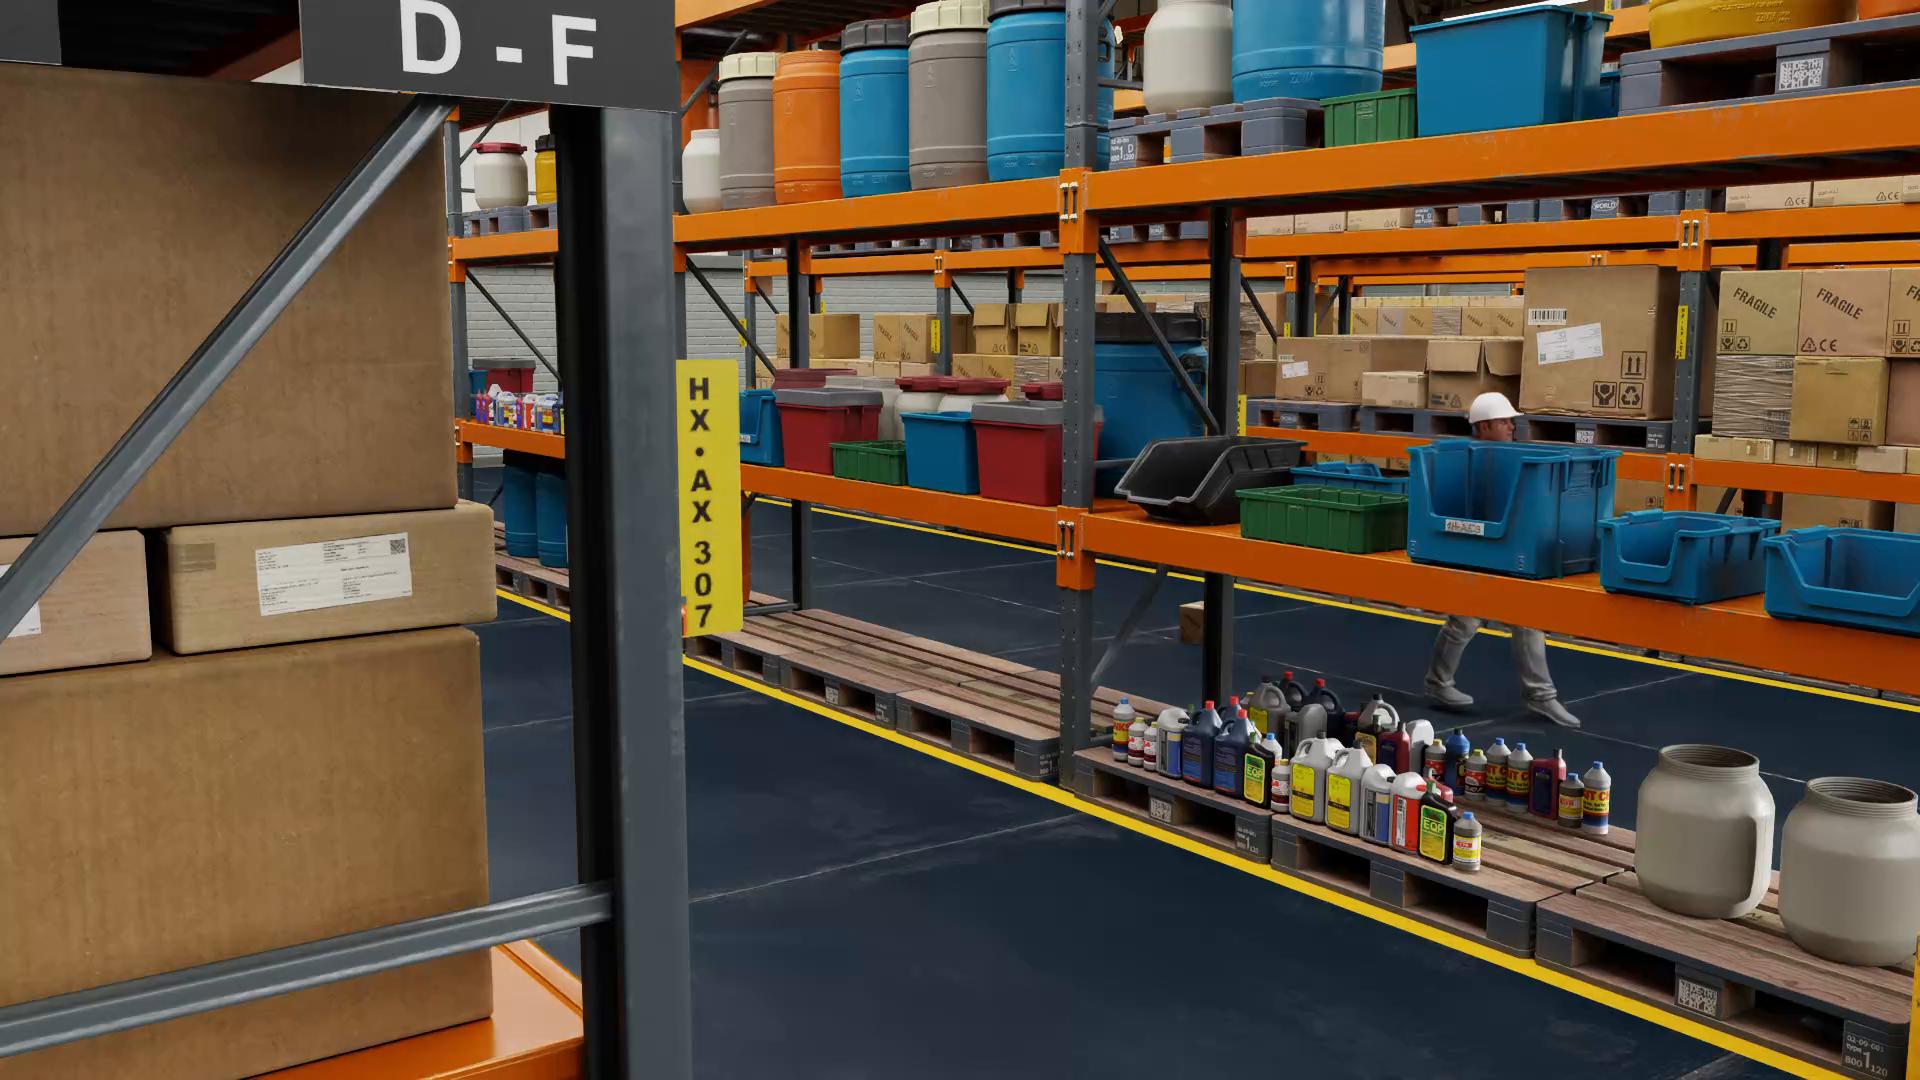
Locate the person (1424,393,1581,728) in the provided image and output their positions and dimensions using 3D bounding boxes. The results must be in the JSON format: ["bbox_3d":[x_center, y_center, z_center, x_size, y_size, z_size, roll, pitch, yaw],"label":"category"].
[{"bbox_3d":[2.915,0.099,8.989,0.560,1.781,0.863,-7,10,-41],"label":"person"}]
